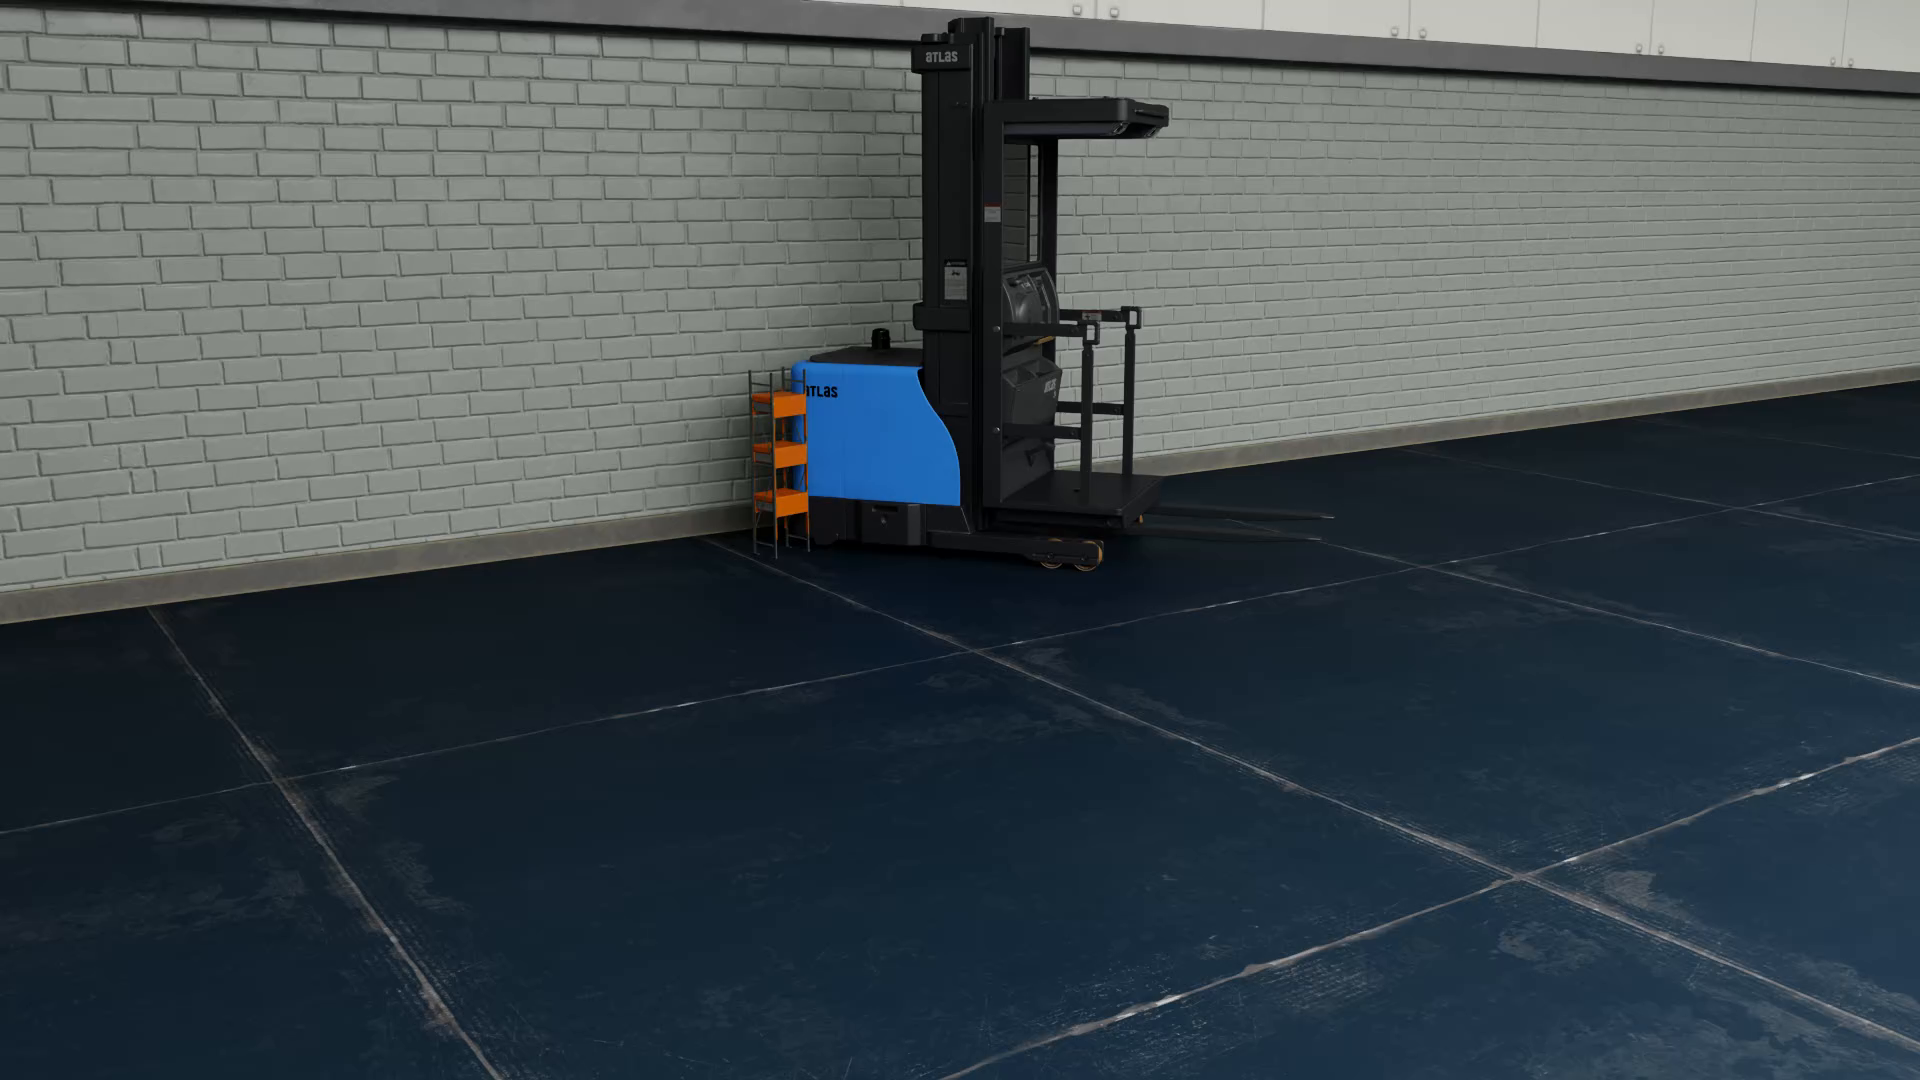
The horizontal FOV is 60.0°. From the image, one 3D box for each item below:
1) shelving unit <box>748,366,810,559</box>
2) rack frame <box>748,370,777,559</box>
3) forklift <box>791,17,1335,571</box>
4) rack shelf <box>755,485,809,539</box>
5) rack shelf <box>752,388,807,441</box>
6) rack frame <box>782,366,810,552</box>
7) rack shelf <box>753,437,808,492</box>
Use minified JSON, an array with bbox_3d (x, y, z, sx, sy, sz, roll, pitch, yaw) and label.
[{"bbox_3d":[-1.023,-0.441,9.419,0.215,1.050,0.252,11,17,42],"label":"shelving unit"},{"bbox_3d":[-1.107,-0.422,9.332,0.200,1.050,0.008,11,17,42],"label":"rack frame"},{"bbox_3d":[0.591,-1.389,9.351,3.031,2.935,1.130,4,13,18],"label":"forklift"},{"bbox_3d":[-1.023,-0.159,9.481,0.215,0.259,0.240,11,17,42],"label":"rack shelf"},{"bbox_3d":[-1.023,-0.707,9.361,0.215,0.259,0.240,11,17,42],"label":"rack shelf"},{"bbox_3d":[-0.940,-0.460,9.506,0.200,1.050,0.008,11,17,42],"label":"rack frame"},{"bbox_3d":[-1.023,-0.430,9.421,0.215,0.259,0.240,11,17,42],"label":"rack shelf"}]
